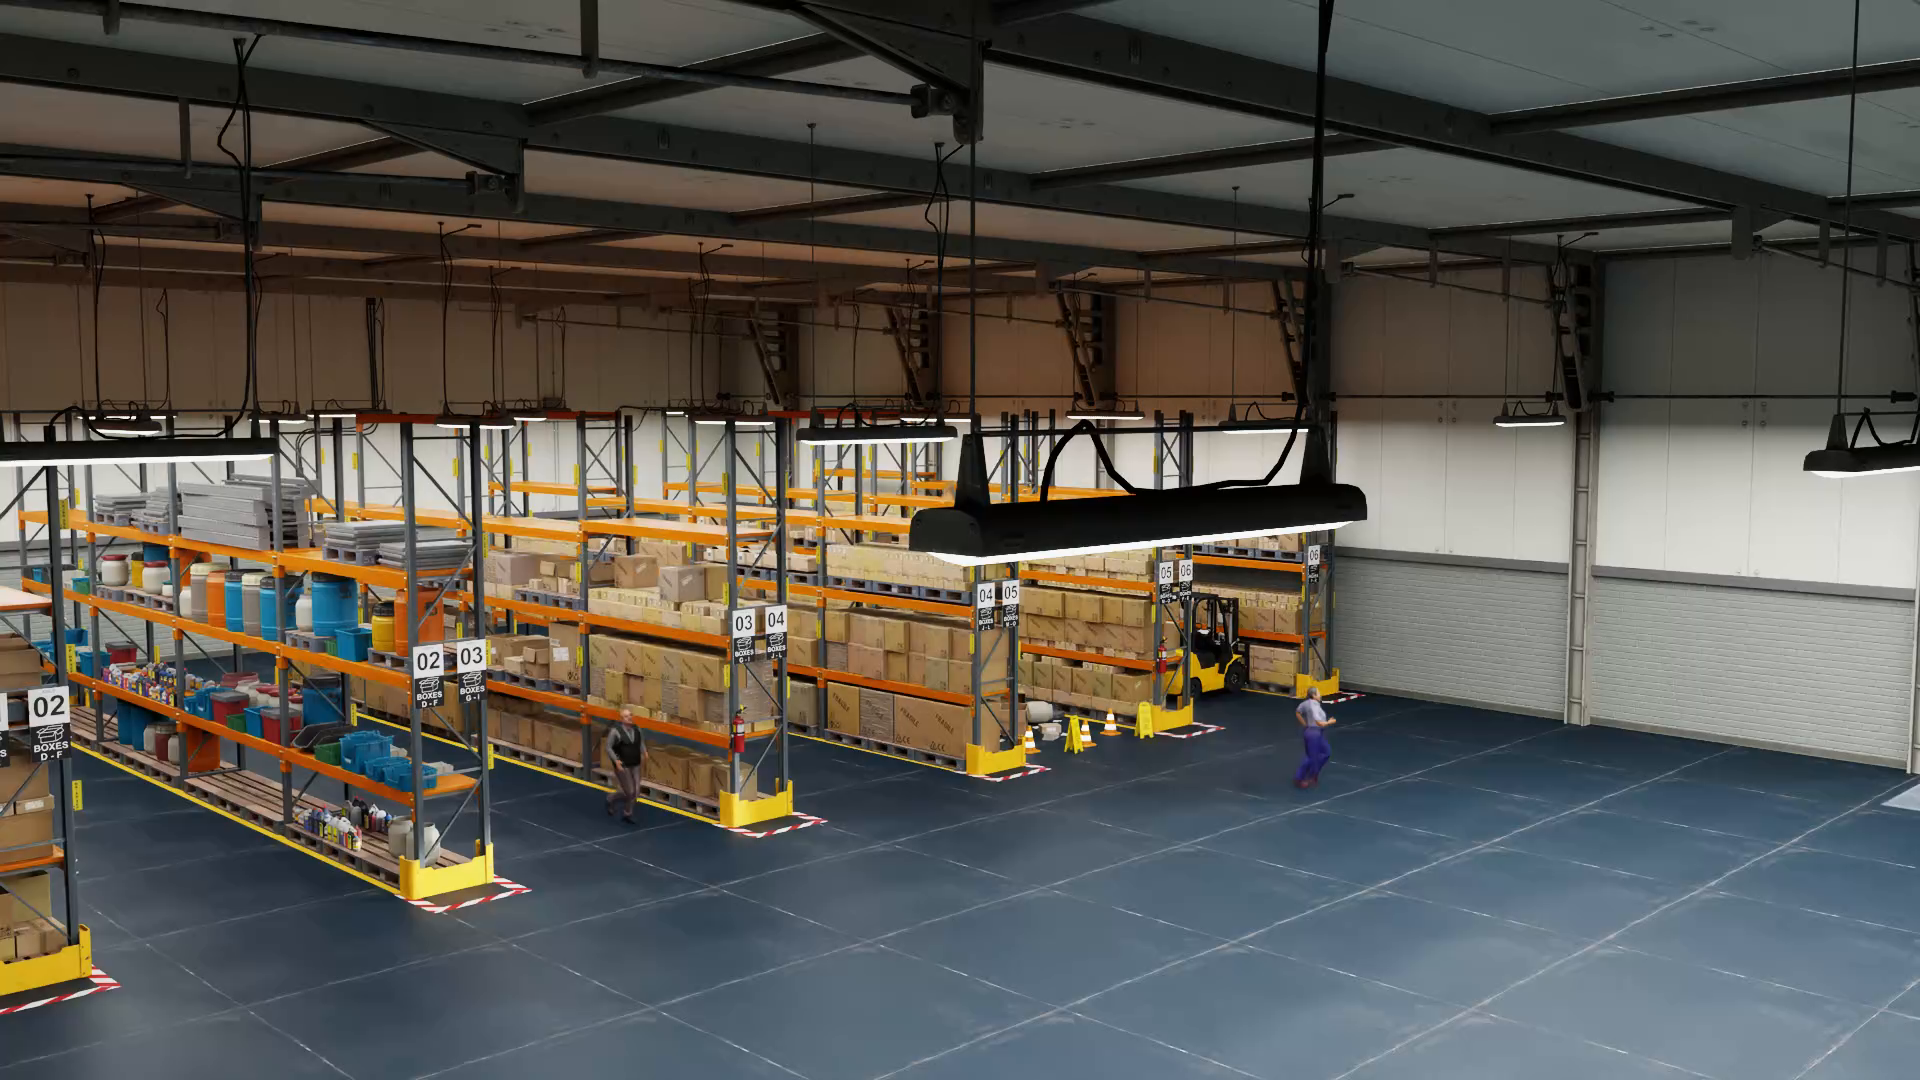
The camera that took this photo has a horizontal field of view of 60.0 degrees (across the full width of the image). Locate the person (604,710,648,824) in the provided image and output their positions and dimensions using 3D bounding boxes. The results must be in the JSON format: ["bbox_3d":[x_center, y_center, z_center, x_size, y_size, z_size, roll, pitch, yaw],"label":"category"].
[{"bbox_3d":[-4.938,3.355,24.699,0.627,1.692,0.656,5,7,43],"label":"person"}]

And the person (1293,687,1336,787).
[{"bbox_3d":[5.719,3.189,26.847,0.688,1.666,0.578,0,5,3],"label":"person"}]
